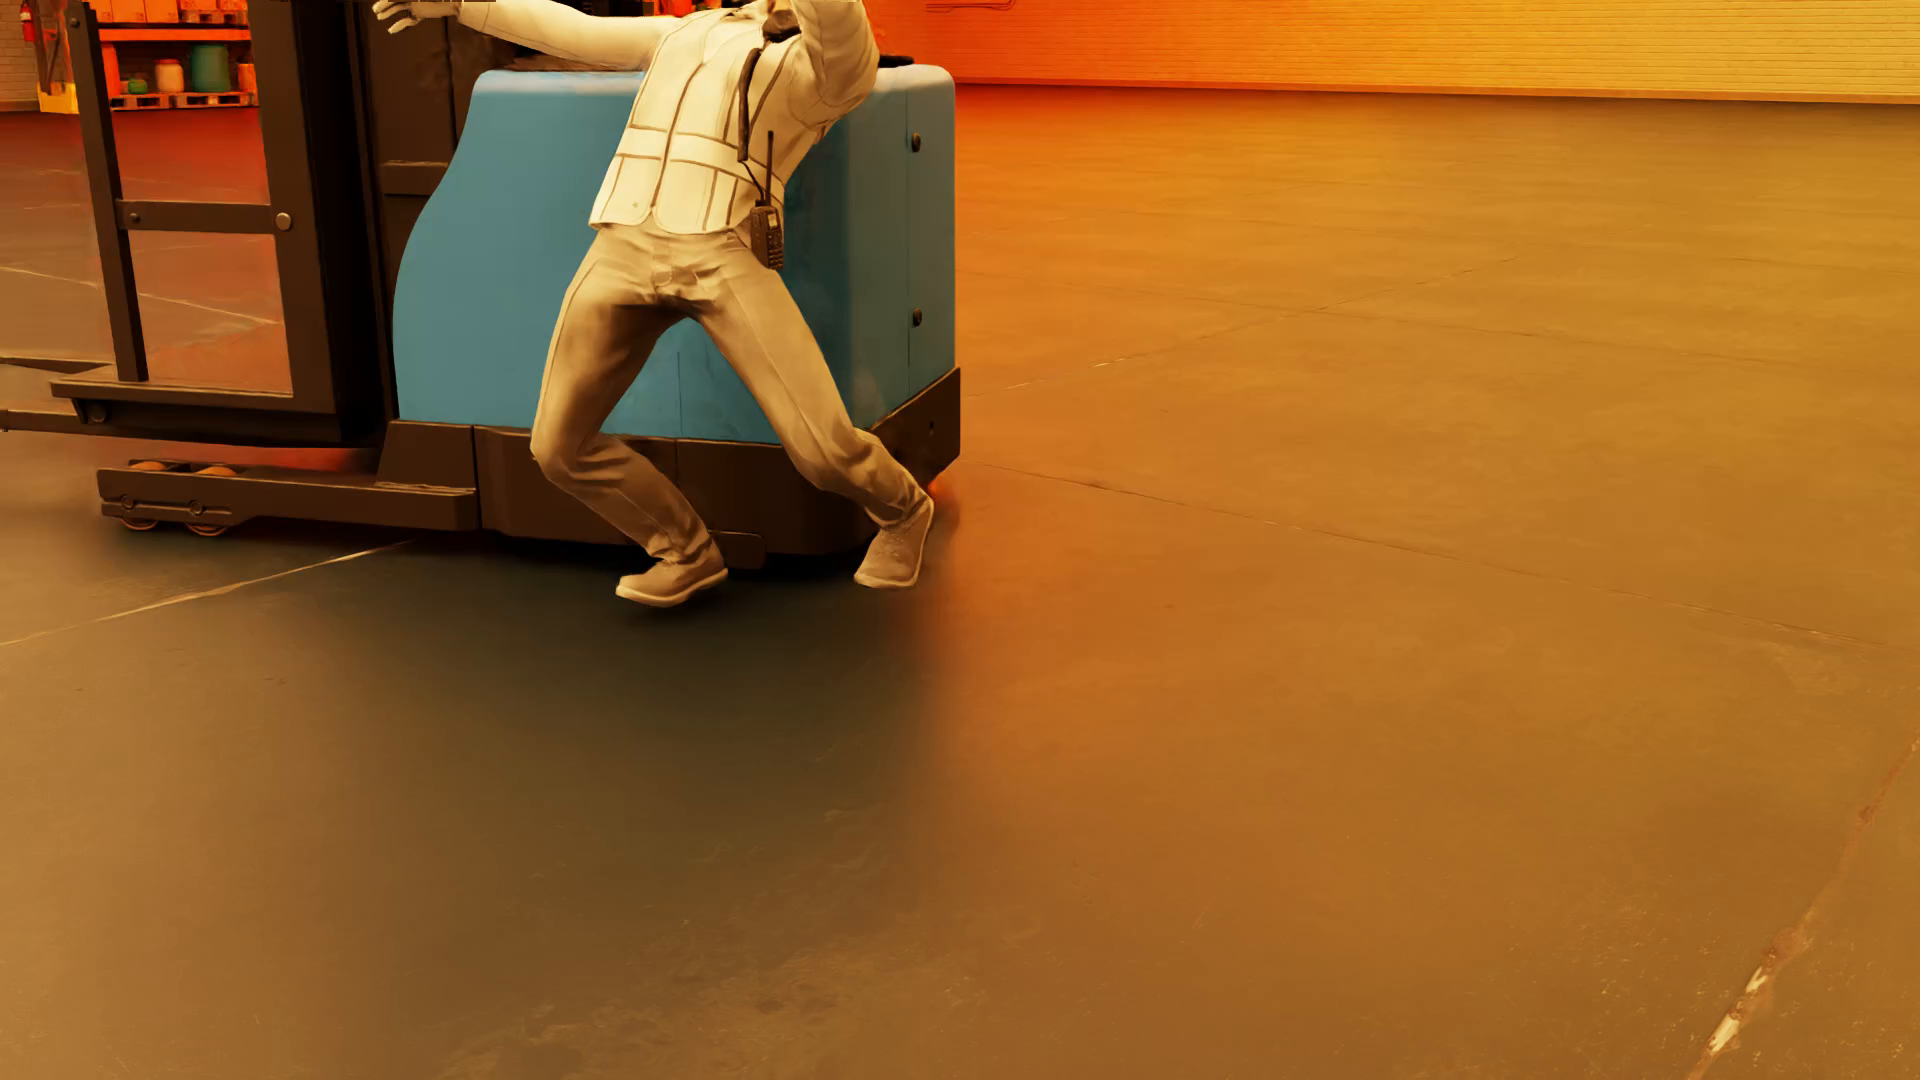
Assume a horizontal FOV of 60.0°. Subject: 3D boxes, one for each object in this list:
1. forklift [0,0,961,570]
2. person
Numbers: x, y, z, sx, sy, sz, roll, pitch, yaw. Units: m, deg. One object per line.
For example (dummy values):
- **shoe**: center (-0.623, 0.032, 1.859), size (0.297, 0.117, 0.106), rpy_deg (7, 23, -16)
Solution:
- **forklift**: center (-1.574, -1.553, 4.012), size (3.031, 2.935, 1.130), rpy_deg (4, 17, 14)
- **person**: center (-0.571, -0.608, 3.265), size (0.979, 1.501, 0.708), rpy_deg (6, 18, 20)
